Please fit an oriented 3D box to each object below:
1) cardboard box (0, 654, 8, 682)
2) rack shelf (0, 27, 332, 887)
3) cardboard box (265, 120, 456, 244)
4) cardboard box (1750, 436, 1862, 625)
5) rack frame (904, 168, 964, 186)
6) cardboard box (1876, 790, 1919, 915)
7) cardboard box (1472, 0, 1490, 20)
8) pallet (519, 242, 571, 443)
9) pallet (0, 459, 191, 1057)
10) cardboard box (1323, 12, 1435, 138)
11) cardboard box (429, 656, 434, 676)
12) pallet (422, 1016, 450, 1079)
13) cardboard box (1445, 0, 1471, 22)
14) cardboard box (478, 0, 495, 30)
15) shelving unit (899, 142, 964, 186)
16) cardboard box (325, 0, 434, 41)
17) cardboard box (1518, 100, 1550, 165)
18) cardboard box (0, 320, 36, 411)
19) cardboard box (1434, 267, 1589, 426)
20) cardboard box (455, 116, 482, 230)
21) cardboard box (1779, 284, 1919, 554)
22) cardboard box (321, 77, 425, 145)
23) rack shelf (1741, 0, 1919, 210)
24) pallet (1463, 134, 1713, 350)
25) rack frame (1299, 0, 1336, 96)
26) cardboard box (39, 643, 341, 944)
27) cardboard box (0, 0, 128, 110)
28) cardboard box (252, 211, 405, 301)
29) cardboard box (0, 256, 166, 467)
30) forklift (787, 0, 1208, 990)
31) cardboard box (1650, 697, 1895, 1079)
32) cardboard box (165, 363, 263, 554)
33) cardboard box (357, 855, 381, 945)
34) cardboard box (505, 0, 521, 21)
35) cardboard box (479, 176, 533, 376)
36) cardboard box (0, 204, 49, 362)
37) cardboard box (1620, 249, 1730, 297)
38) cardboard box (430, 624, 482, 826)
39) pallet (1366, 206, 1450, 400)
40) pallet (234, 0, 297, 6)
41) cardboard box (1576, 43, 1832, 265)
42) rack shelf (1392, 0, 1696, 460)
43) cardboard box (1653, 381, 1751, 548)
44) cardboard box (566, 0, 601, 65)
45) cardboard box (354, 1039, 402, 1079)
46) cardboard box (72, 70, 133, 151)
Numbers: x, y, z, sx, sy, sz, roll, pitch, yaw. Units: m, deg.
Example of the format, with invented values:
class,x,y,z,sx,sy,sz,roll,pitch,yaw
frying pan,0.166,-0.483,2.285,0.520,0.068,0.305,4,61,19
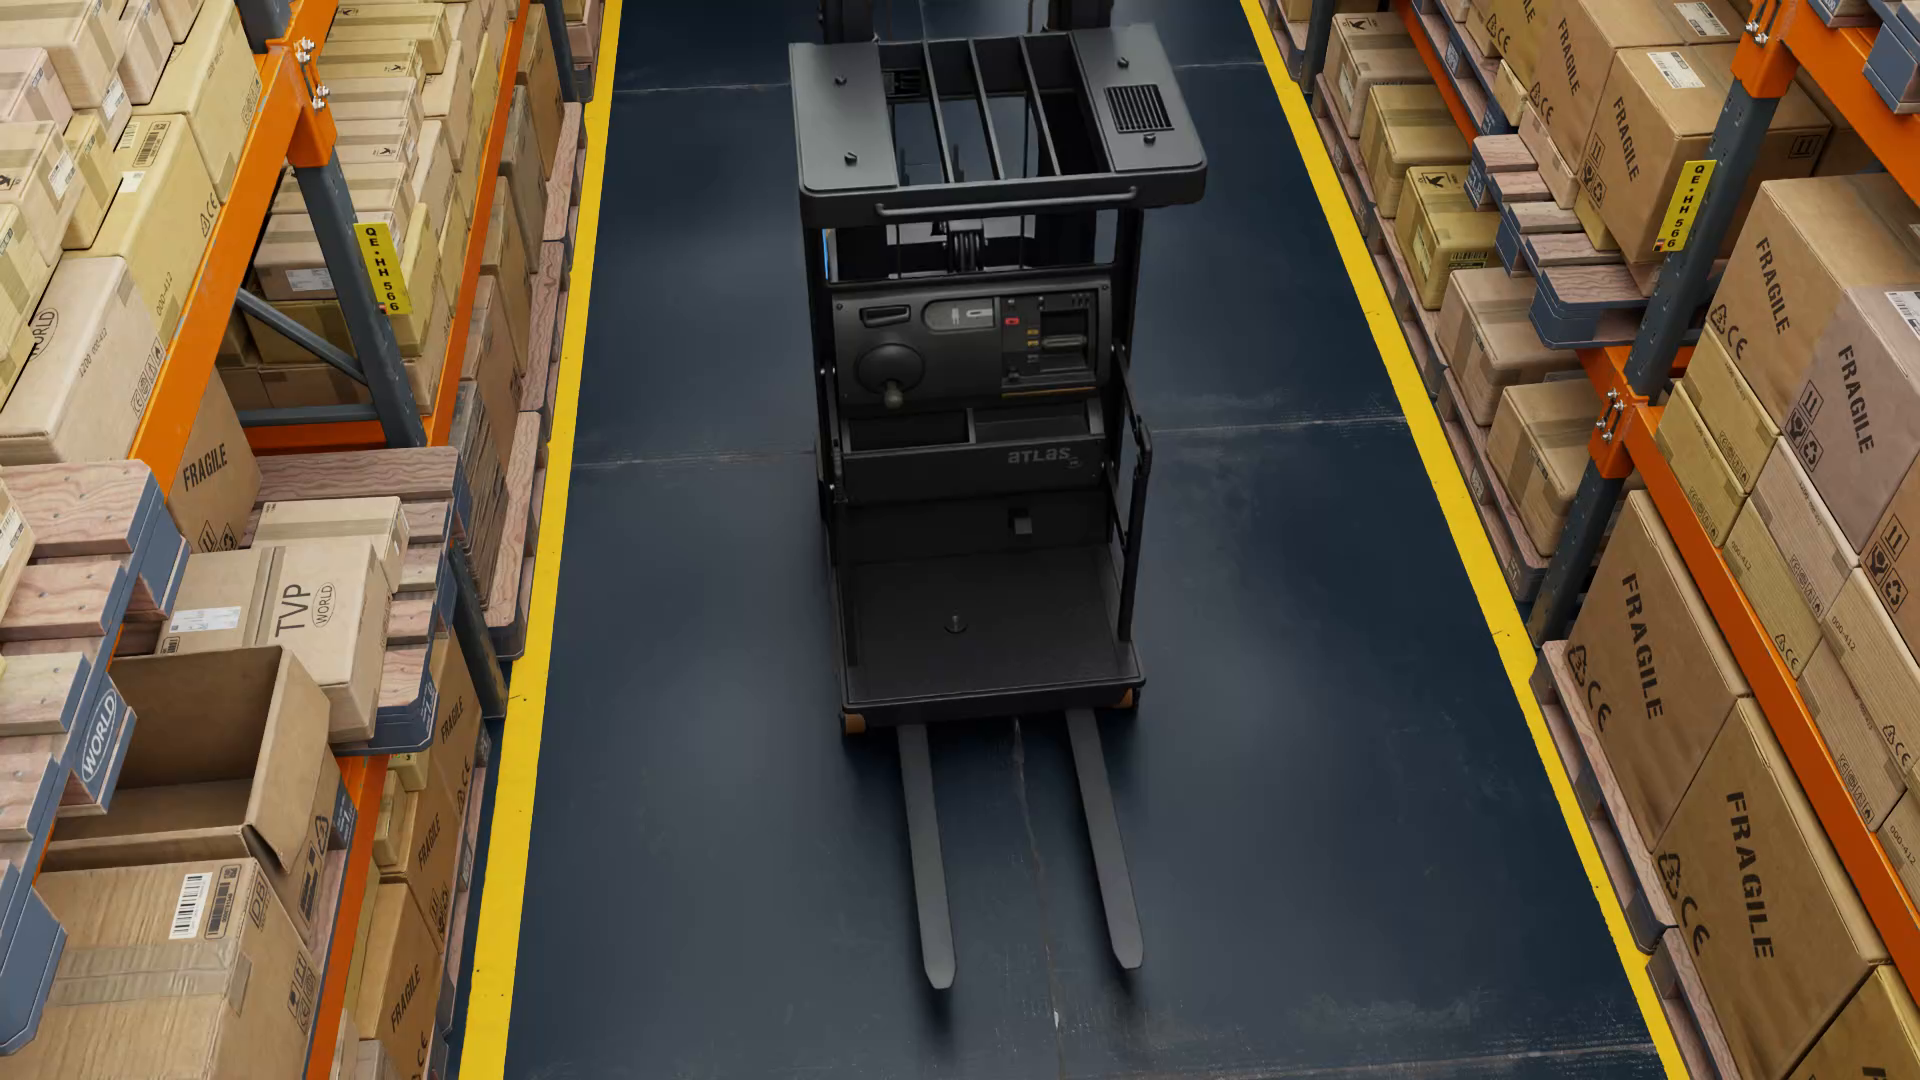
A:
class,x,y,z,sx,sy,sz,roll,pitch,yaw
cardboard box,-1.606,0.234,2.348,0.380,0.149,0.250,-2,47,-2
rack shelf,-2.044,0.290,2.975,1.077,0.370,4.000,-3,47,-3
cardboard box,-2.046,-1.191,5.708,0.500,0.250,0.500,-2,47,-2
cardboard box,2.573,-0.042,4.619,0.500,0.250,0.500,-2,47,-2
rack frame,-0.105,-1.062,7.066,0.240,1.200,0.006,-5,47,-5
cardboard box,2.668,0.851,4.118,0.500,0.250,0.500,-3,47,-3
cardboard box,2.277,-2.403,6.534,0.500,0.500,0.500,-5,47,-5
pallet,-2.341,-0.892,7.586,1.003,0.211,1.213,-3,47,-3
pallet,-1.951,0.328,2.573,1.213,0.211,1.003,-3,47,-3
cardboard box,2.446,-2.432,8.645,0.950,0.372,0.625,-3,47,-3
cardboard box,-1.918,0.462,5.369,0.380,0.149,0.250,-6,47,-5
pallet,-2.088,2.010,4.838,1.003,0.211,1.213,-3,47,-3
cardboard box,2.212,-2.265,6.850,0.380,0.149,0.250,-2,47,-2
cardboard box,-2.164,-2.305,6.763,0.500,0.250,0.500,-3,47,-3
shelving unit,-0.116,-1.128,7.128,0.258,1.200,0.189,-5,47,-5
cardboard box,-2.182,-1.994,6.193,0.380,0.149,0.250,-3,47,-3
cardboard box,2.299,-1.509,6.134,0.380,0.149,0.250,-5,47,-5
cardboard box,-1.861,-0.315,2.882,0.380,0.149,0.250,-2,47,-2
cardboard box,2.627,-0.860,7.156,0.950,0.372,0.625,-4,47,-4
cardboard box,-2.093,-1.393,6.243,0.500,0.250,0.500,-5,47,-5
cardboard box,2.583,-0.325,4.371,0.500,0.500,0.500,-3,47,-3
cardboard box,-2.050,-1.444,5.673,0.380,0.149,0.250,-3,47,-3
rack shelf,2.902,-0.014,3.263,1.077,0.370,4.000,-3,47,-3
pallet,2.568,-1.120,6.013,1.213,0.211,1.003,-3,47,-3
rack frame,2.399,-3.571,8.202,1.000,3.000,0.127,-3,47,-3
cardboard box,-1.891,0.617,3.875,0.797,0.503,0.637,-4,47,-4
cardboard box,-1.899,-0.975,3.302,0.380,0.149,0.250,-5,47,-5
cardboard box,-1.945,-0.878,5.137,0.380,0.149,0.250,-2,47,-2
cardboard box,-1.842,-0.270,3.114,0.500,0.250,0.500,-3,47,-3
forklift,0.072,-0.559,5.397,1.130,2.935,3.031,-5,47,-5
cardboard box,2.780,1.060,4.991,0.875,0.875,0.875,-3,47,-3
cardboard box,-2.324,-0.169,4.623,0.500,0.500,0.500,-2,47,-1
cardboard box,-1.909,1.044,4.817,0.380,0.149,0.250,-2,47,-2
cardboard box,-2.196,-2.503,7.294,0.500,0.250,0.500,-4,47,-4
cardboard box,-2.369,-1.112,7.220,0.875,0.625,0.625,-5,47,-5
cardboard box,-1.780,-0.422,2.778,0.380,0.149,0.250,-3,47,-3
cardboard box,2.472,-0.958,5.611,0.380,0.149,0.250,-2,47,-2
cardboard box,-1.962,0.636,5.651,0.500,0.500,0.500,-2,47,-2
pallet,2.571,-1.164,7.844,1.003,0.211,1.213,-3,47,-3
pallet,-2.358,-1.825,4.613,1.213,0.211,1.003,-2,47,-1
cardboard box,2.419,-1.270,5.460,0.500,0.500,0.500,-5,47,-4
rack shelf,2.567,-1.877,7.093,1.077,0.370,4.000,-3,47,-3
cardboard box,2.524,-0.256,5.166,0.500,0.250,0.500,-4,47,-4
cardboard box,-2.257,-2.836,9.111,0.500,0.250,0.500,-3,47,-3
cardboard box,-1.822,1.751,4.594,0.500,0.500,0.500,-5,47,-5
cardboard box,-1.943,-0.867,3.405,0.380,0.149,0.250,-3,47,-2
